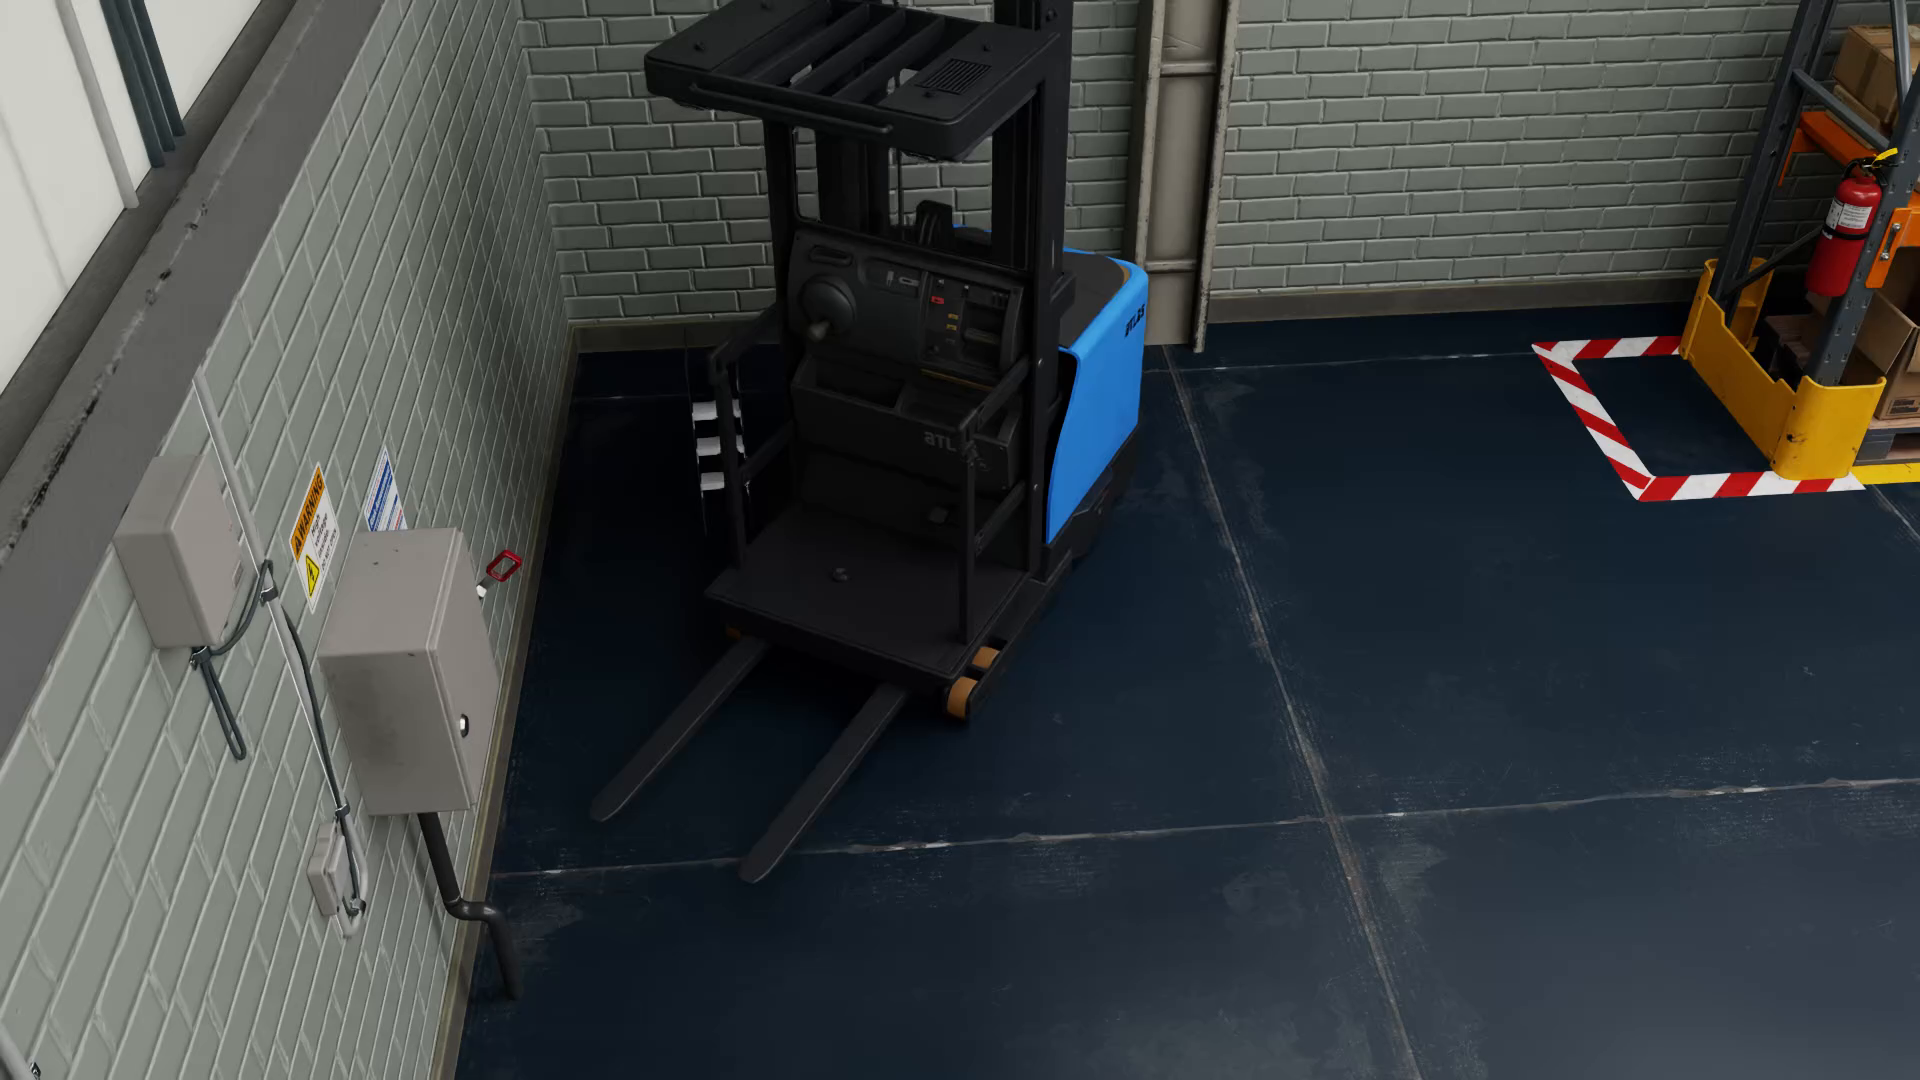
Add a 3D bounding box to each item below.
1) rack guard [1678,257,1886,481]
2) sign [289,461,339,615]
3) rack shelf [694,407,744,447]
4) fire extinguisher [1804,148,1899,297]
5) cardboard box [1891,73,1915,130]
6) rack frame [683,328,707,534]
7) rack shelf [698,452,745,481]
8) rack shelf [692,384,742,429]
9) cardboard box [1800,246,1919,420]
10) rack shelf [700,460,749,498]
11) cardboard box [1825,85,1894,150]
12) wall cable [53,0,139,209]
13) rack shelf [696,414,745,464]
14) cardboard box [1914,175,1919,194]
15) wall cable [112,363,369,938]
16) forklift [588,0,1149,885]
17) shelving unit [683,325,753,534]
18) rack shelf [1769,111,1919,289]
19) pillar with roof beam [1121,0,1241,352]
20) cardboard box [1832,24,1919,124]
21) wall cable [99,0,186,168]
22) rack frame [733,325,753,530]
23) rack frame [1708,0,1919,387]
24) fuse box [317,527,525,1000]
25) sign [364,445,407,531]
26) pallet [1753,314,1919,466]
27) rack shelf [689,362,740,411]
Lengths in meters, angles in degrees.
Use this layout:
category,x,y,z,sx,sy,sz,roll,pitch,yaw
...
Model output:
category,x,y,z,sx,sy,sz,roll,pitch,yaw
rack guard,3.872,-0.834,7.903,0.348,0.500,1.175,-3,38,-4
sign,-1.617,-0.008,4.172,0.001,0.242,0.339,-3,38,-4
rack shelf,-1.029,-0.507,7.075,0.200,0.077,0.258,-5,39,-6
fire extinguisher,3.691,-1.341,6.892,0.183,0.674,0.296,-3,38,-4
cardboard box,4.272,-1.728,6.899,0.500,0.250,0.500,-3,38,-4
rack frame,-1.130,-0.454,7.098,0.006,0.900,0.240,-5,39,-6
rack shelf,-1.029,-0.366,7.186,0.200,0.077,0.258,-5,39,-6
rack shelf,-1.029,-0.578,7.019,0.200,0.077,0.258,-5,39,-6
cardboard box,4.414,-0.971,7.735,0.637,0.503,0.797,-5,39,-6
rack shelf,-1.029,-0.295,7.242,0.200,0.077,0.258,-5,39,-6
cardboard box,4.103,-1.896,7.435,0.250,0.149,0.380,-4,38,-4
wall cable,-1.465,-1.082,1.357,0.029,3.000,2.355,-3,38,-4
rack shelf,-1.029,-0.436,7.130,0.200,0.077,0.258,-5,39,-6
cardboard box,4.148,-1.561,7.010,0.250,0.149,0.380,-3,38,-4
wall cable,-1.512,0.302,3.626,0.122,1.984,0.588,-3,38,-4
forklift,-0.301,-0.777,5.868,1.130,2.935,3.031,17,41,21
shelving unit,-1.029,-0.463,7.110,0.210,0.900,0.258,-5,39,-6
rack shelf,5.788,-1.638,7.486,4.000,0.370,1.077,-3,38,-4
pillar with roof beam,1.412,-1.918,2.416,0.400,9.000,9.100,-3,38,-4
cardboard box,4.231,-2.058,7.318,0.500,0.250,0.500,-2,38,-3
wall cable,-1.674,-2.818,3.526,0.133,3.039,2.988,-3,38,-4
rack frame,-0.929,-0.472,7.121,0.006,0.900,0.240,-5,39,-6
rack frame,3.796,-1.811,7.124,0.127,3.000,1.000,-3,38,-4
fuse box,-1.416,0.777,4.884,0.414,1.711,0.539,-3,38,-4
sign,-1.666,0.015,4.886,0.001,0.494,0.329,-3,38,-4
pallet,4.666,-0.765,8.049,1.213,0.211,1.003,-3,38,-4
rack shelf,-1.029,-0.648,6.963,0.200,0.077,0.258,-5,39,-6
